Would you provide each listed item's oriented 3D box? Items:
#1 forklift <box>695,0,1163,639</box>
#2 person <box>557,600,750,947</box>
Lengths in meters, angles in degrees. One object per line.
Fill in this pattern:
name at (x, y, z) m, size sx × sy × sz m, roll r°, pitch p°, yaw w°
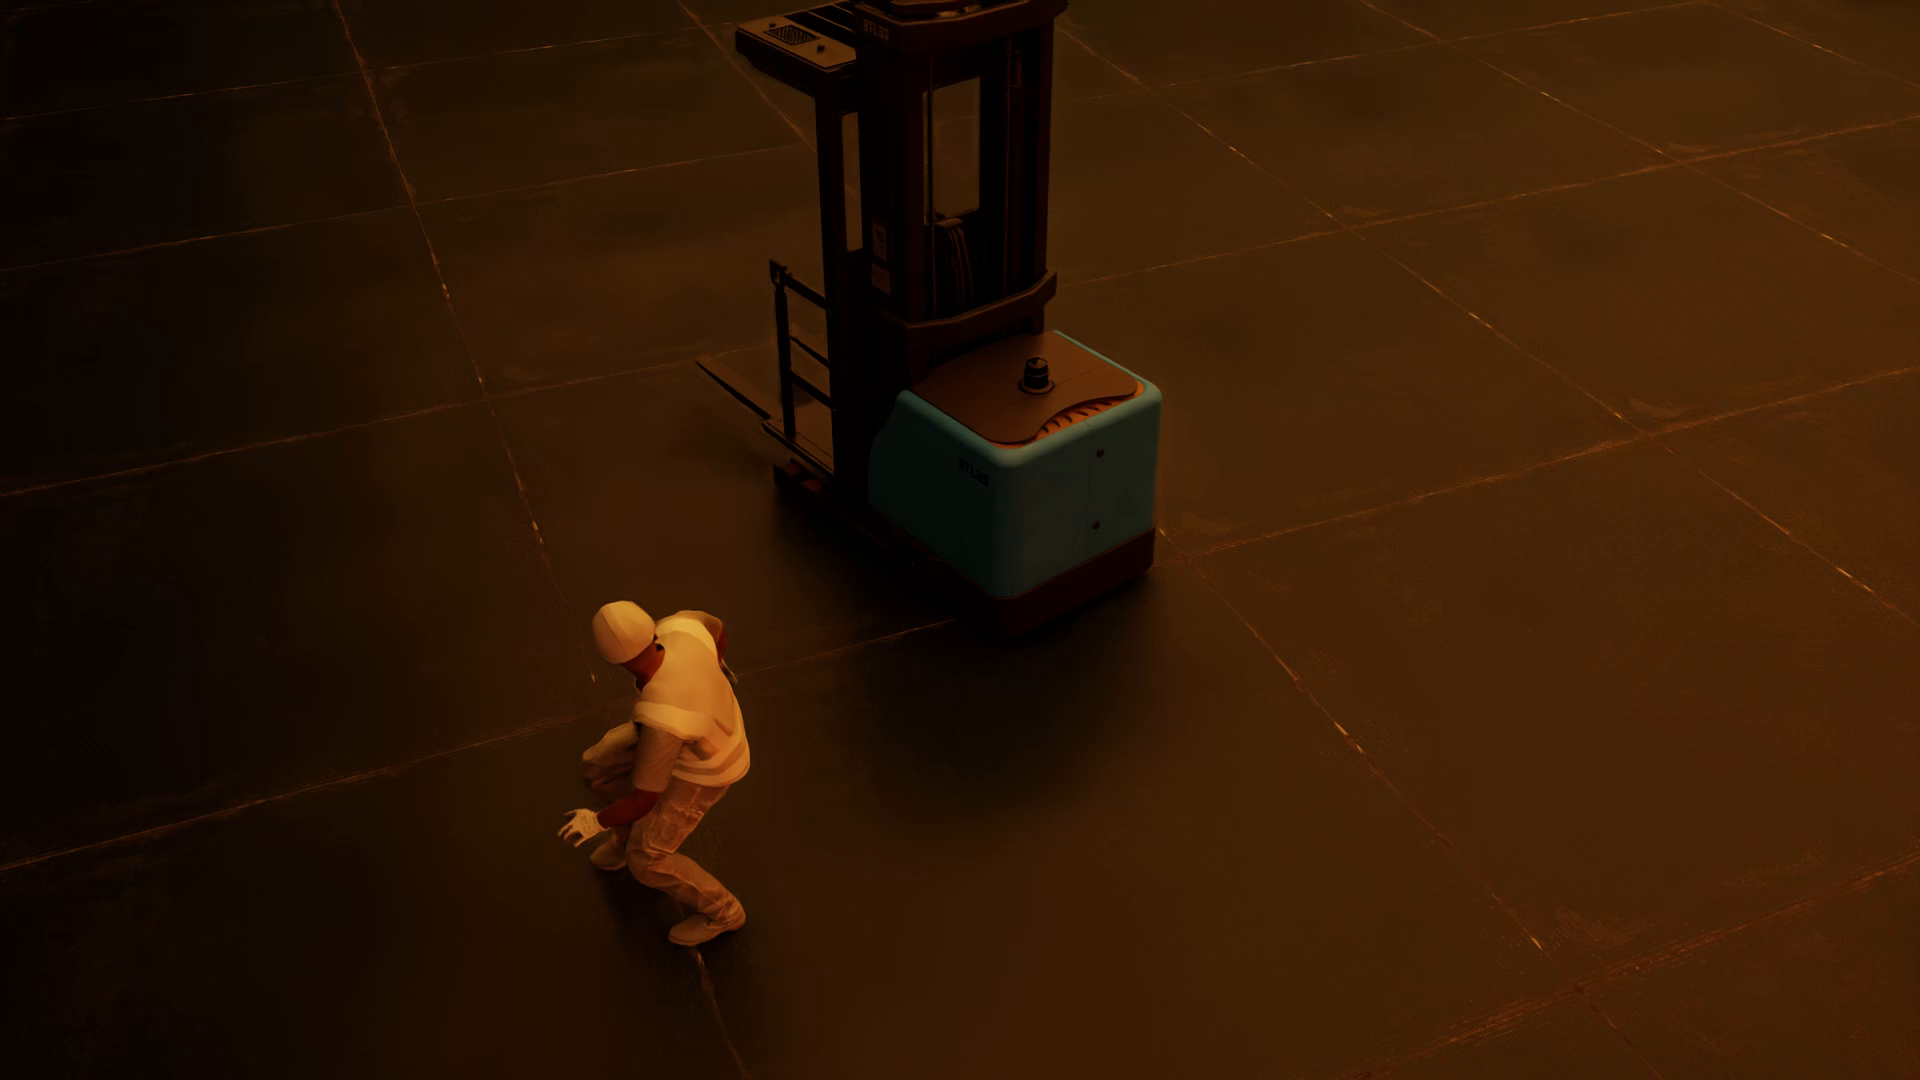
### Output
forklift at (-0.345, -1.515, 8.229) m, size 1.130 × 2.935 × 3.031 m, roll -25°, pitch 42°, yaw -31°
person at (-1.158, 0.786, 6.222) m, size 0.747 × 1.547 × 0.810 m, roll -8°, pitch 36°, yaw -11°
